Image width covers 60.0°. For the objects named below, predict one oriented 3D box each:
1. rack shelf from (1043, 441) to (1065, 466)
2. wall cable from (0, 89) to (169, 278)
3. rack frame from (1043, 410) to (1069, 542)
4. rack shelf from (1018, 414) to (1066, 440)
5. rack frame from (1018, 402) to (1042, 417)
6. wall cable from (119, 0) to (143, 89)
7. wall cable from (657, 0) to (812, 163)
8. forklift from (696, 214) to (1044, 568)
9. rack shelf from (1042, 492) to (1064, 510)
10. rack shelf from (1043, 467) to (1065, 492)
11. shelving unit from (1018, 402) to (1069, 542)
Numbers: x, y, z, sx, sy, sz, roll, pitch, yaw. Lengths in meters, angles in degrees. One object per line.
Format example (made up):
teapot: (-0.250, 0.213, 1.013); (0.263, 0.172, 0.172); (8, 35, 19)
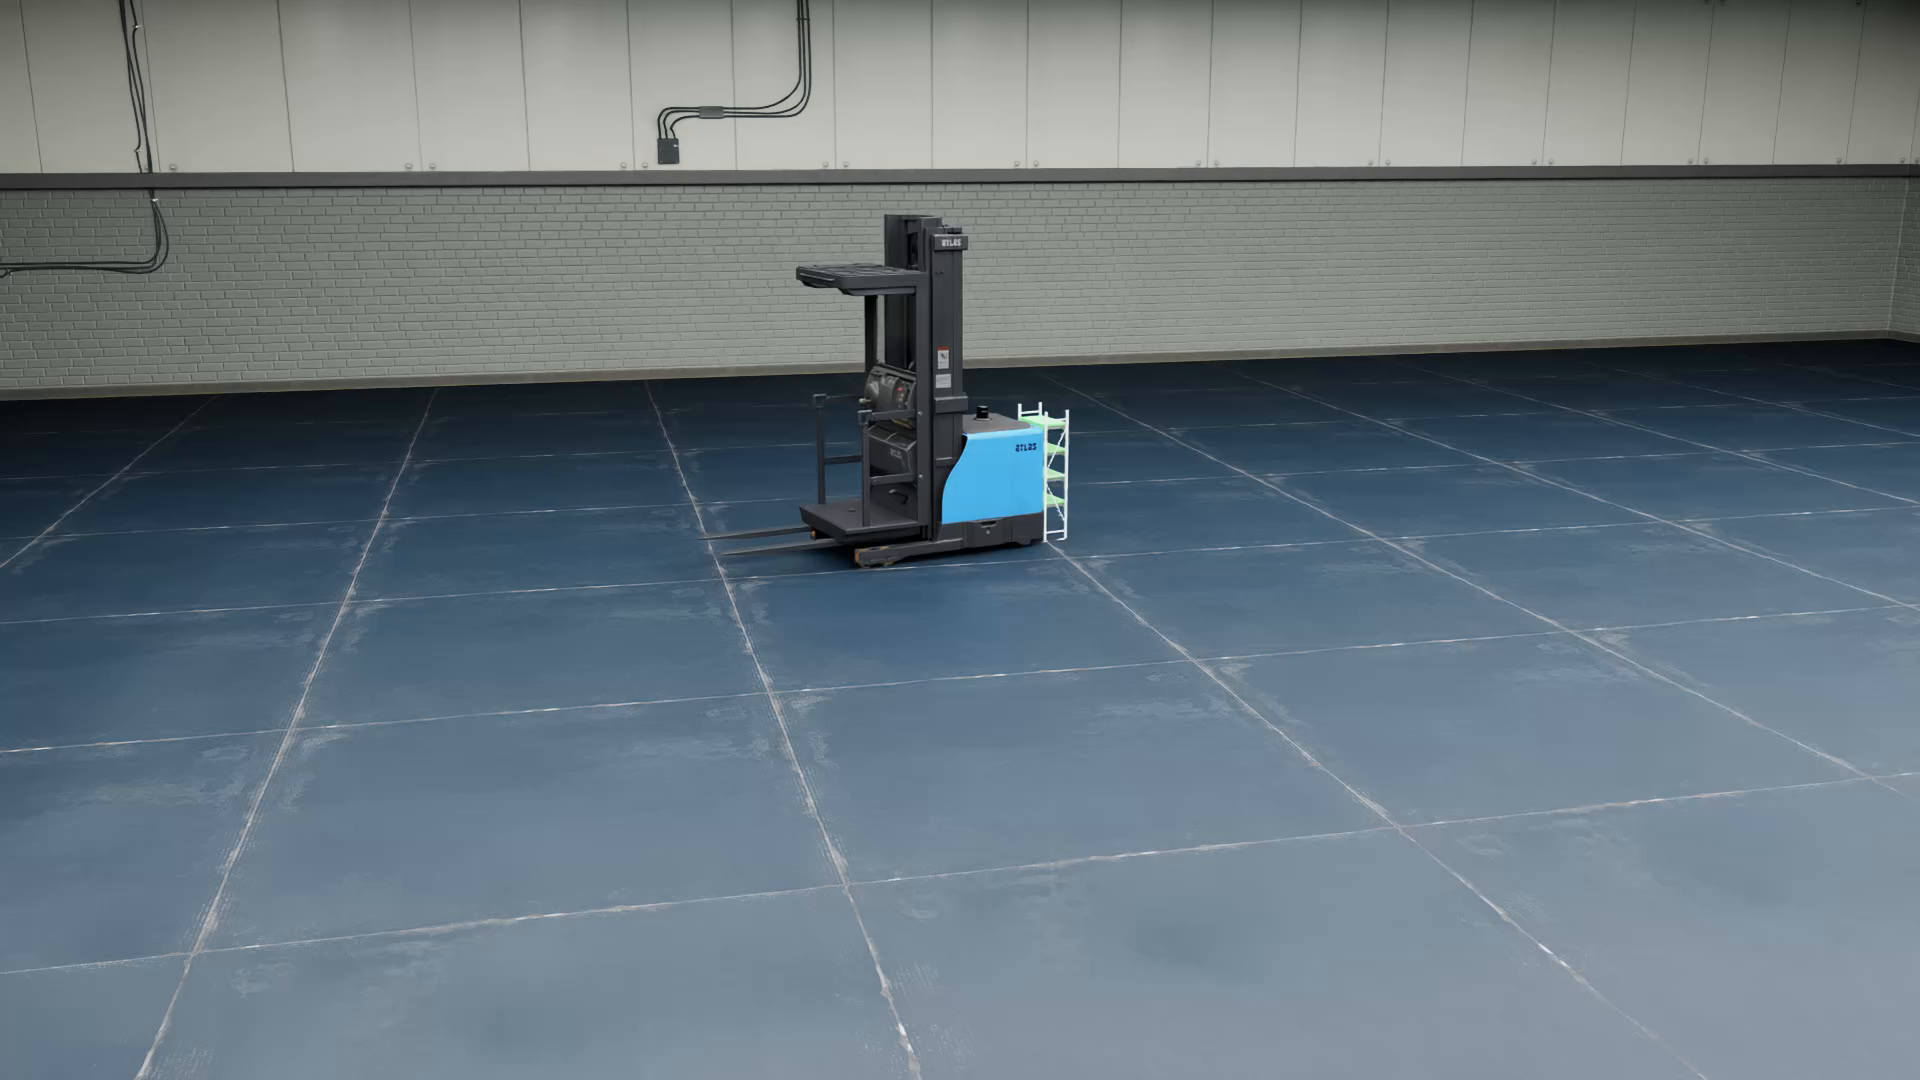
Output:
rack shelf: (0.758, -0.802, 15.261); (0.258, 0.148, 0.480); (-7, 15, -26)
wall cable: (-12.554, -4.847, 22.670); (3.097, 2.526, 0.112); (-3, 14, -13)
rack frame: (0.869, -0.579, 15.092); (0.240, 1.200, 0.015); (-7, 15, -26)
rack shelf: (0.758, -1.035, 15.204); (0.258, 0.148, 0.480); (-7, 15, -26)
rack frame: (0.646, -0.682, 15.514); (0.240, 1.200, 0.015); (-7, 15, -26)
wall cable: (-9.924, -7.451, 22.688); (3.097, 2.526, 0.112); (-3, 14, -13)
wall cable: (-3.322, -8.533, 24.049); (2.305, 6.003, 0.169); (-3, 14, -13)
forklift: (-0.791, -1.323, 14.491); (3.031, 2.935, 1.130); (-7, 15, -26)
rack shelf: (0.757, -0.335, 15.375); (0.258, 0.148, 0.480); (-7, 15, -26)
rack shelf: (0.758, -0.569, 15.318); (0.258, 0.148, 0.480); (-7, 15, -26)
shelving unit: (0.758, -0.631, 15.303); (0.258, 1.200, 0.503); (-7, 15, -26)
